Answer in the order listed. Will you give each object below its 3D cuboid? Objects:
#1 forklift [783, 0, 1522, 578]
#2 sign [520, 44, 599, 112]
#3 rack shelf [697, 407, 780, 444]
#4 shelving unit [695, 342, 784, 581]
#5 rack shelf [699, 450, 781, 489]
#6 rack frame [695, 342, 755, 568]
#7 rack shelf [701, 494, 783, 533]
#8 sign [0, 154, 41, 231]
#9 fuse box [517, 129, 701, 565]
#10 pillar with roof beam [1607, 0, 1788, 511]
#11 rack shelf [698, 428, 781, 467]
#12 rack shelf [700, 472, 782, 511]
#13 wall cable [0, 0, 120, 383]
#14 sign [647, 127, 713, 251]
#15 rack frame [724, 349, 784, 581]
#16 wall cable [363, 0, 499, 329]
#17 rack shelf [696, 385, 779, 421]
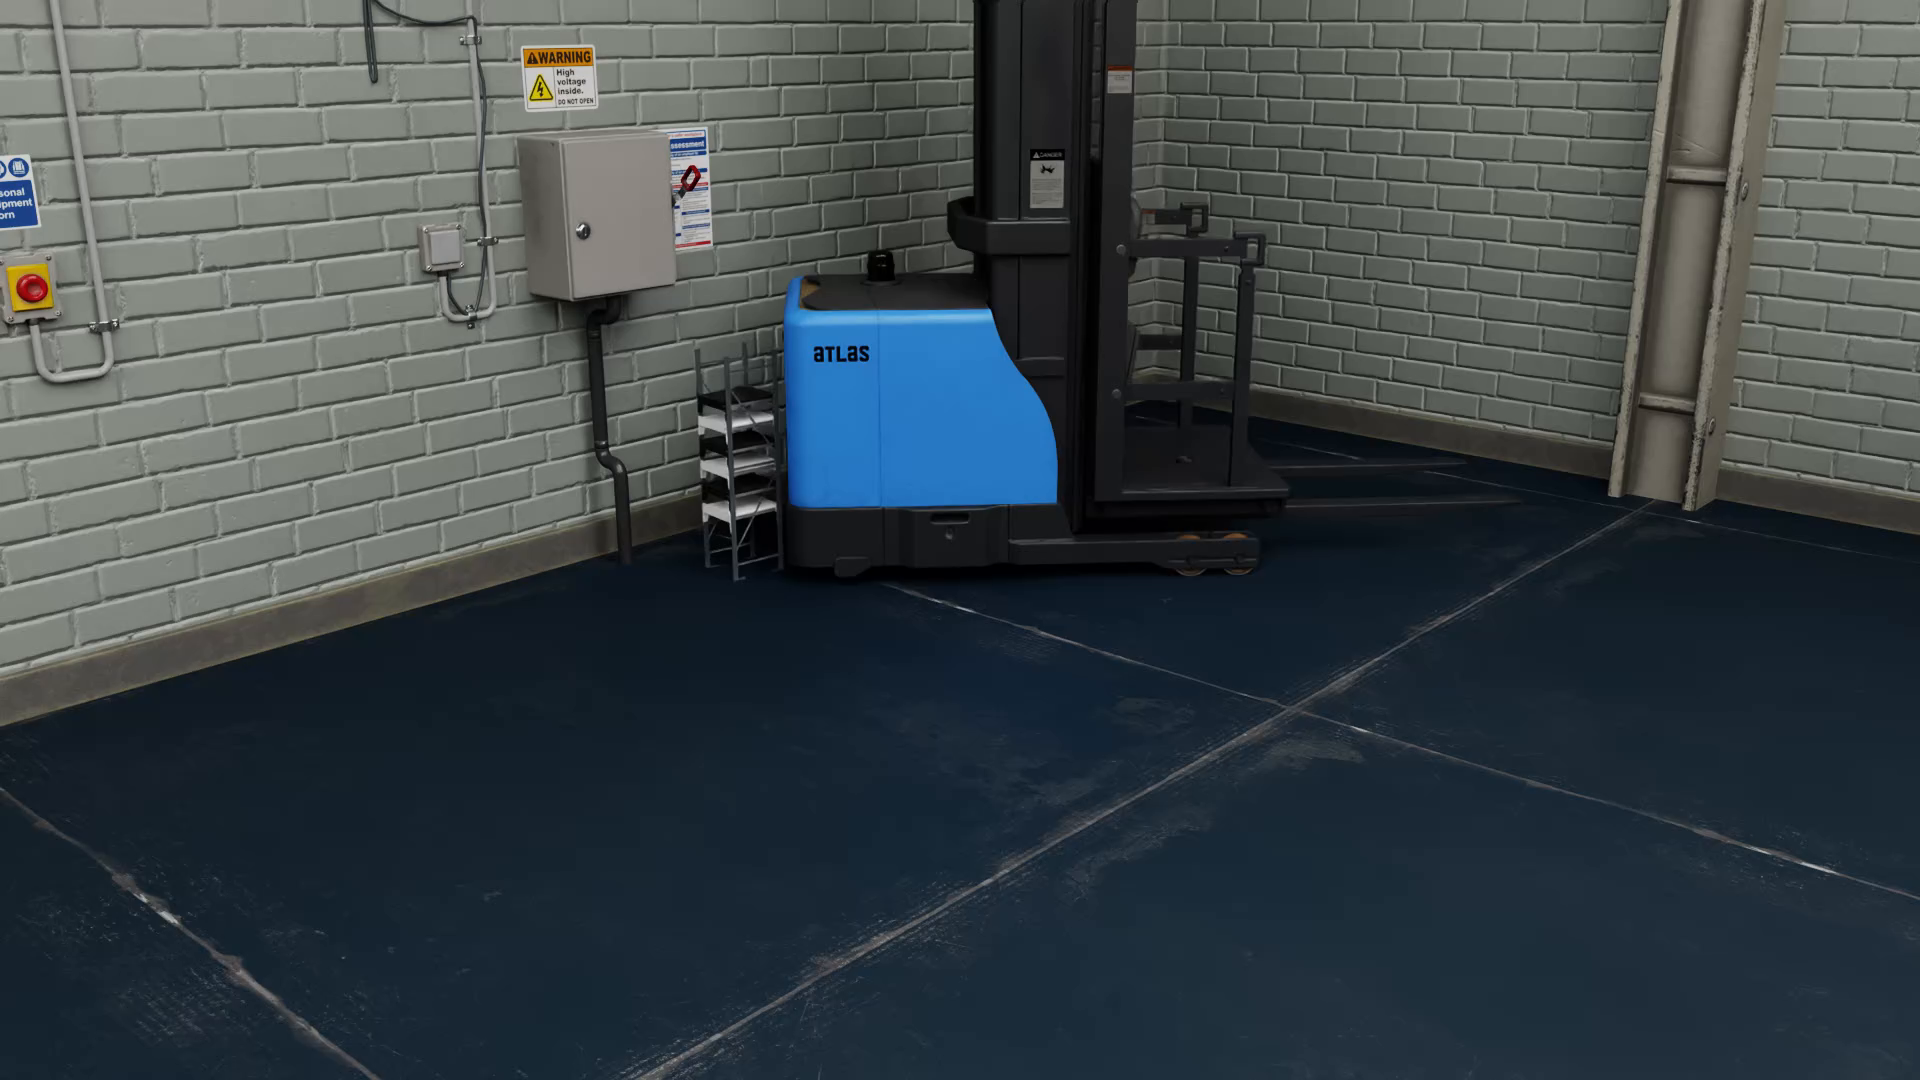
[{"bbox_3d":[0.793,-1.409,6.707,3.031,2.935,1.130,-1,18,-4],"label":"forklift"},{"bbox_3d":[-1.522,-1.760,6.334,0.001,0.242,0.339,15,23,39],"label":"sign"},{"bbox_3d":[-0.875,-0.455,6.571,0.258,0.077,0.200,-15,23,-39],"label":"rack shelf"},{"bbox_3d":[-0.875,-0.315,6.616,0.258,0.900,0.210,-15,23,-39],"label":"shelving unit"},{"bbox_3d":[-0.875,-0.283,6.626,0.258,0.077,0.200,-15,23,-39],"label":"rack shelf"},{"bbox_3d":[-0.941,-0.338,6.689,0.240,0.900,0.006,-15,23,-39],"label":"rack frame"},{"bbox_3d":[-0.875,-0.111,6.680,0.258,0.077,0.200,-15,23,-39],"label":"rack shelf"},{"bbox_3d":[-2.912,-1.022,4.925,0.001,0.218,0.327,15,23,39],"label":"sign"},{"bbox_3d":[-1.331,-0.723,6.562,0.414,1.711,0.539,15,23,39],"label":"fuse box"},{"bbox_3d":[0.415,-3.519,3.324,0.400,9.000,9.100,15,23,39],"label":"pillar with roof beam"},{"bbox_3d":[-0.875,-0.369,6.599,0.258,0.077,0.200,-15,23,-39],"label":"rack shelf"},{"bbox_3d":[-0.875,-0.197,6.653,0.258,0.077,0.200,-15,23,-39],"label":"rack shelf"},{"bbox_3d":[-2.834,-1.391,4.804,0.123,1.953,0.585,15,23,39],"label":"wall cable"},{"bbox_3d":[-1.158,-1.445,6.865,0.001,0.494,0.329,15,23,39],"label":"sign"},{"bbox_3d":[-0.808,-0.292,6.543,0.240,0.900,0.006,-15,23,-39],"label":"rack frame"},{"bbox_3d":[-1.901,-1.699,5.827,0.122,1.984,0.588,15,23,39],"label":"wall cable"},{"bbox_3d":[-0.875,-0.540,6.544,0.258,0.077,0.200,-15,23,-39],"label":"rack shelf"}]
